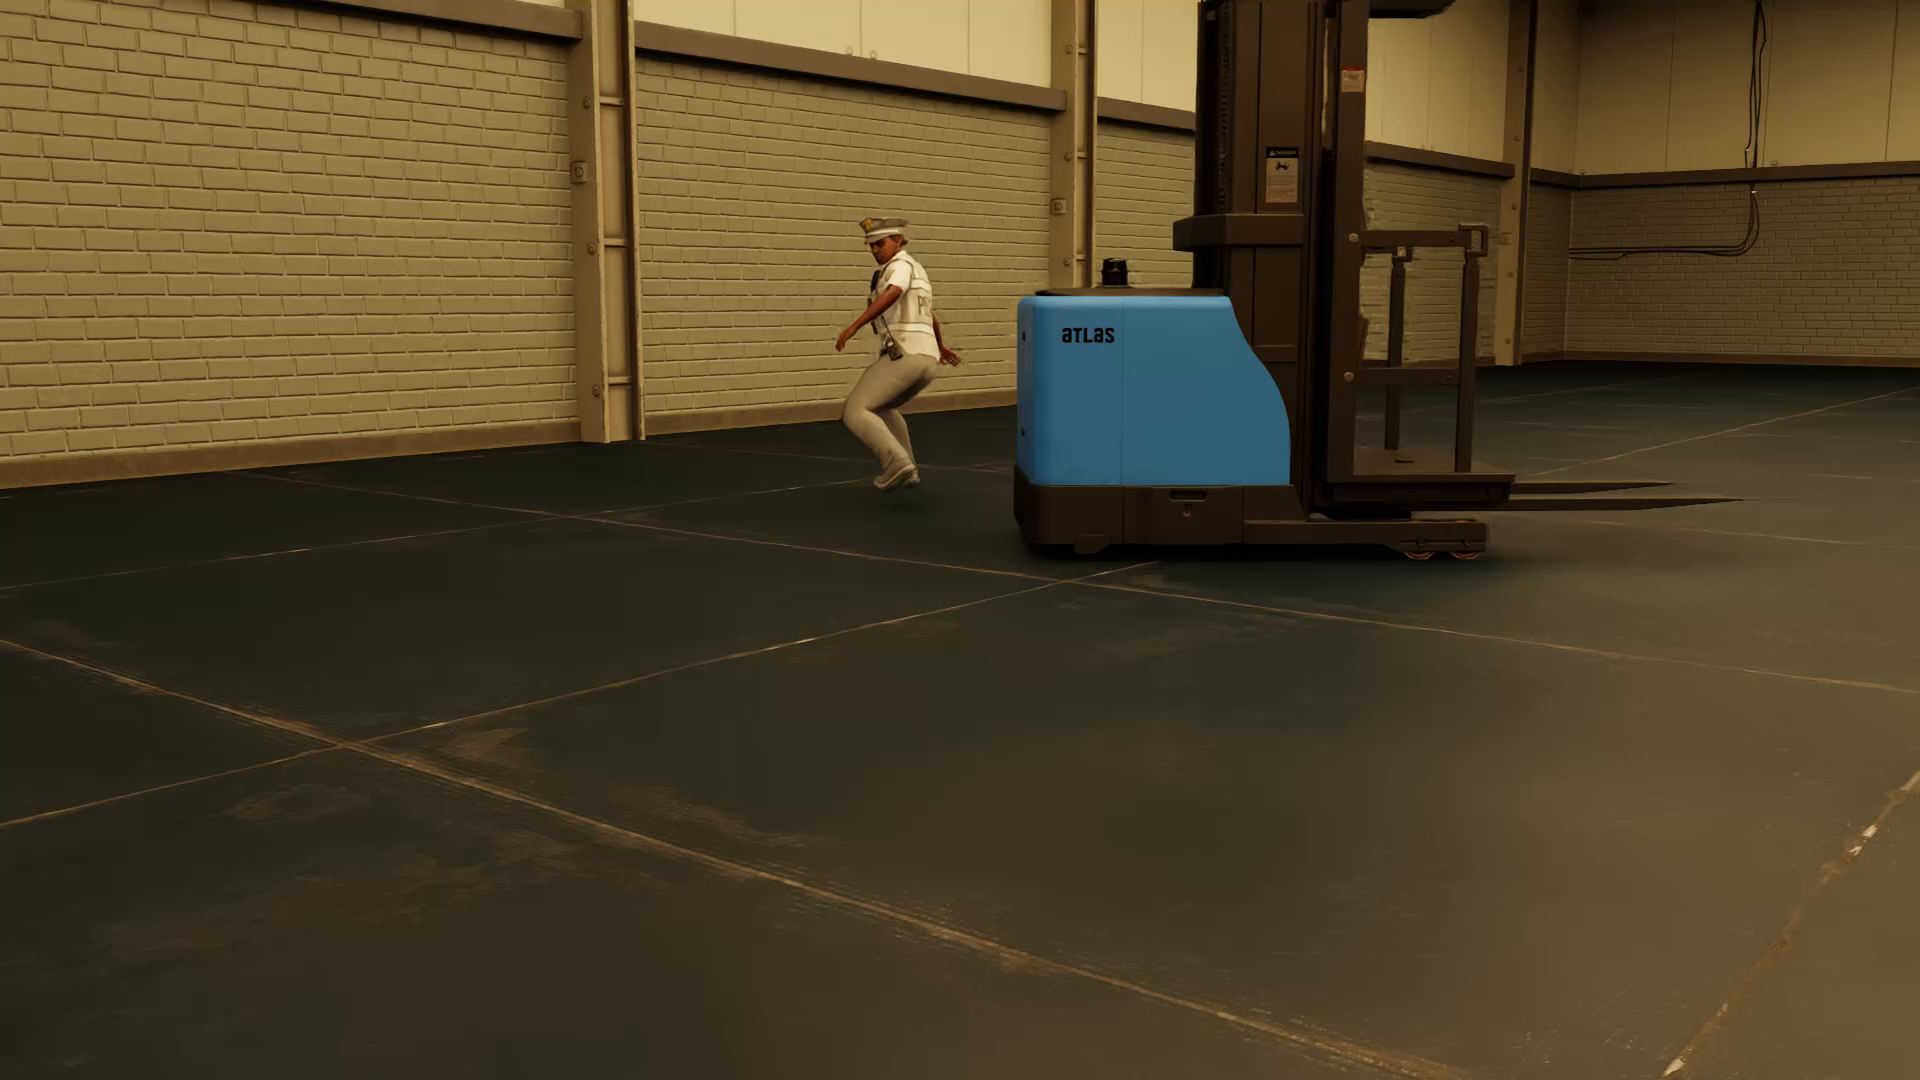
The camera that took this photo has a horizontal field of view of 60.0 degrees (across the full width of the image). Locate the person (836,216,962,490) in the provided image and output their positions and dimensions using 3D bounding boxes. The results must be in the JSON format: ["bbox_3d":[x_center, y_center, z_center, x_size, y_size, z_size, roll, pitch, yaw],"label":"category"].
[{"bbox_3d":[-0.319,-0.960,9.035,0.500,1.569,1.112,3,9,17],"label":"person"}]

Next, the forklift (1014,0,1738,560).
[{"bbox_3d":[1.779,-1.443,7.145,3.031,2.935,1.130,0,8,-2],"label":"forklift"}]
